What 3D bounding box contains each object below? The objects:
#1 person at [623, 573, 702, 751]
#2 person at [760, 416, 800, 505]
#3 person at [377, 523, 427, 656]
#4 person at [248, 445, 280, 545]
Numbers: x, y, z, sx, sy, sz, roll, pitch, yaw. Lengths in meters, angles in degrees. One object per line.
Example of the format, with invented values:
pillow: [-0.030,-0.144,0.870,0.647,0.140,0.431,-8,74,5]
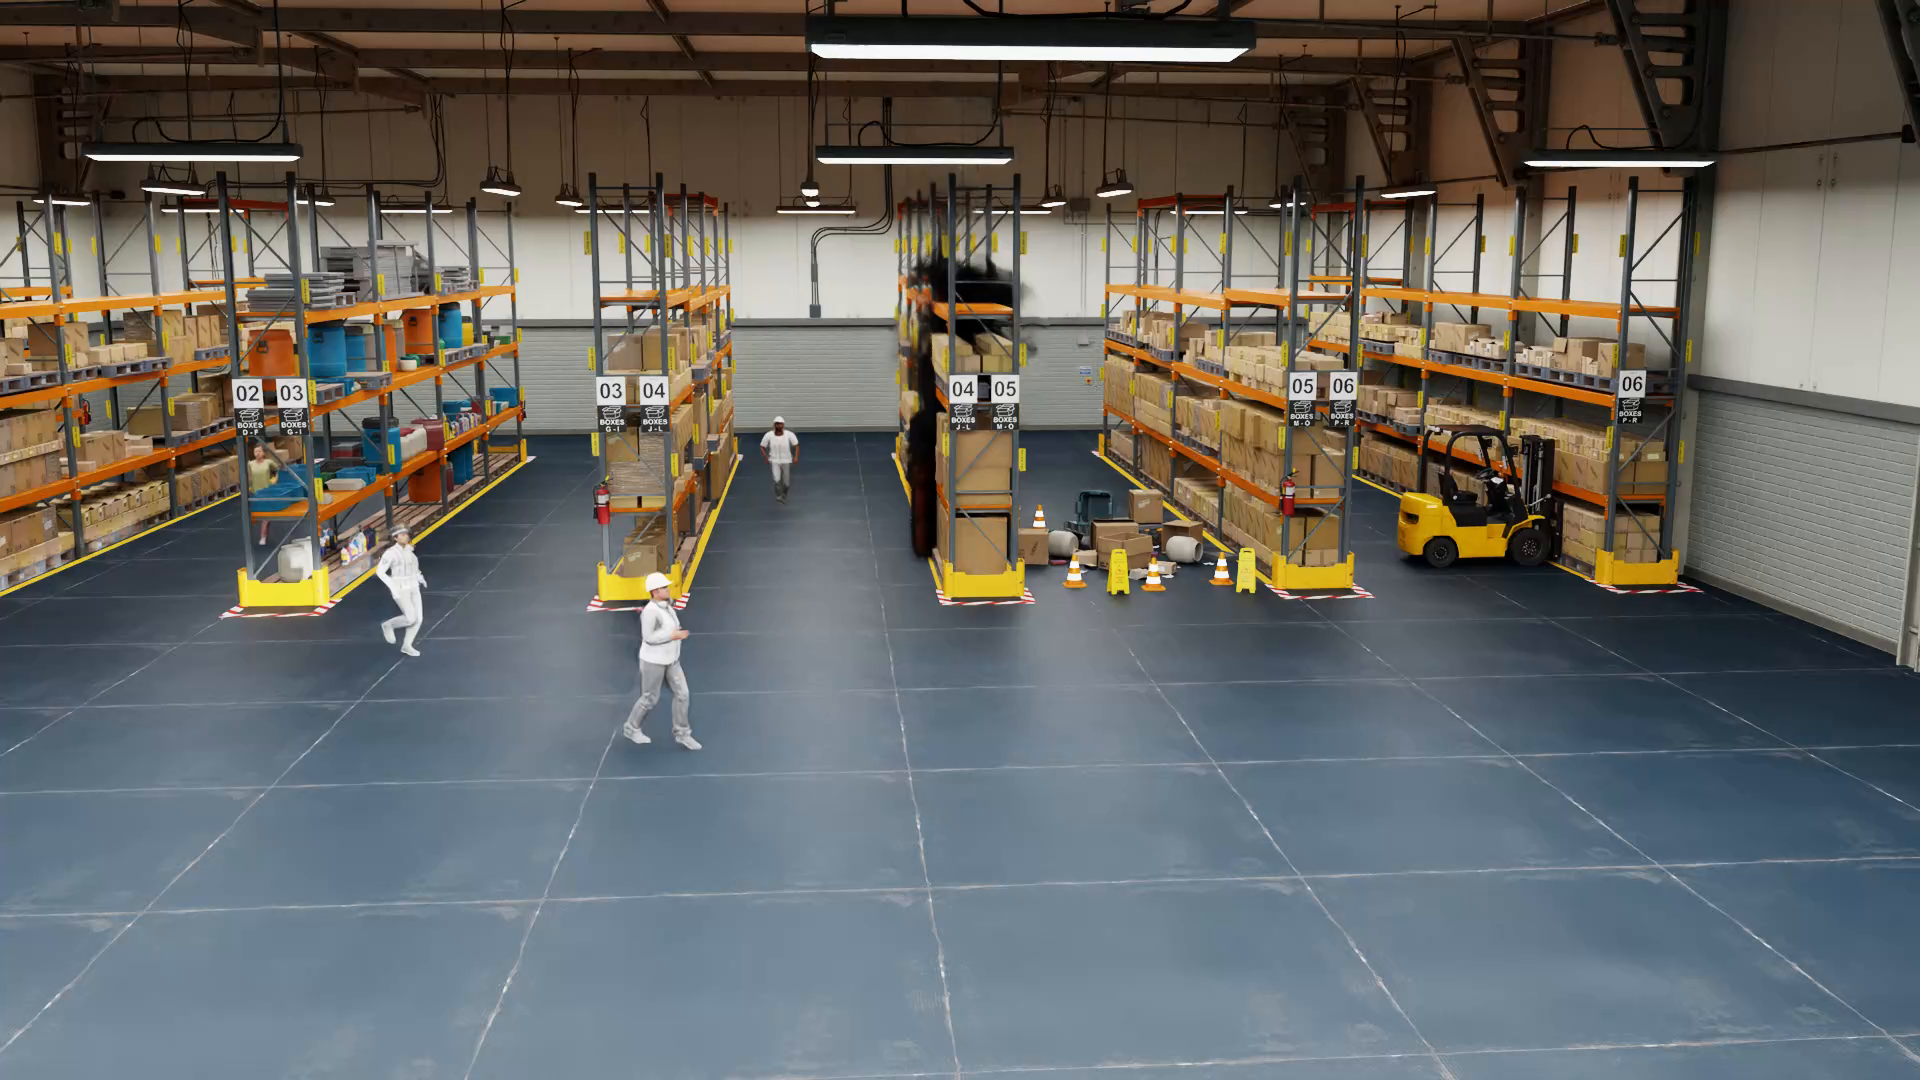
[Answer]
person: [-2.995,1.216,16.620,0.801,1.806,0.654,3,10,16]
person: [-3.367,-1.466,31.113,0.749,1.699,0.684,-2,10,-9]
person: [-6.896,0.605,20.592,0.551,1.659,0.622,5,11,27]
person: [-11.909,-0.798,28.385,0.578,1.663,0.935,-2,10,-12]
